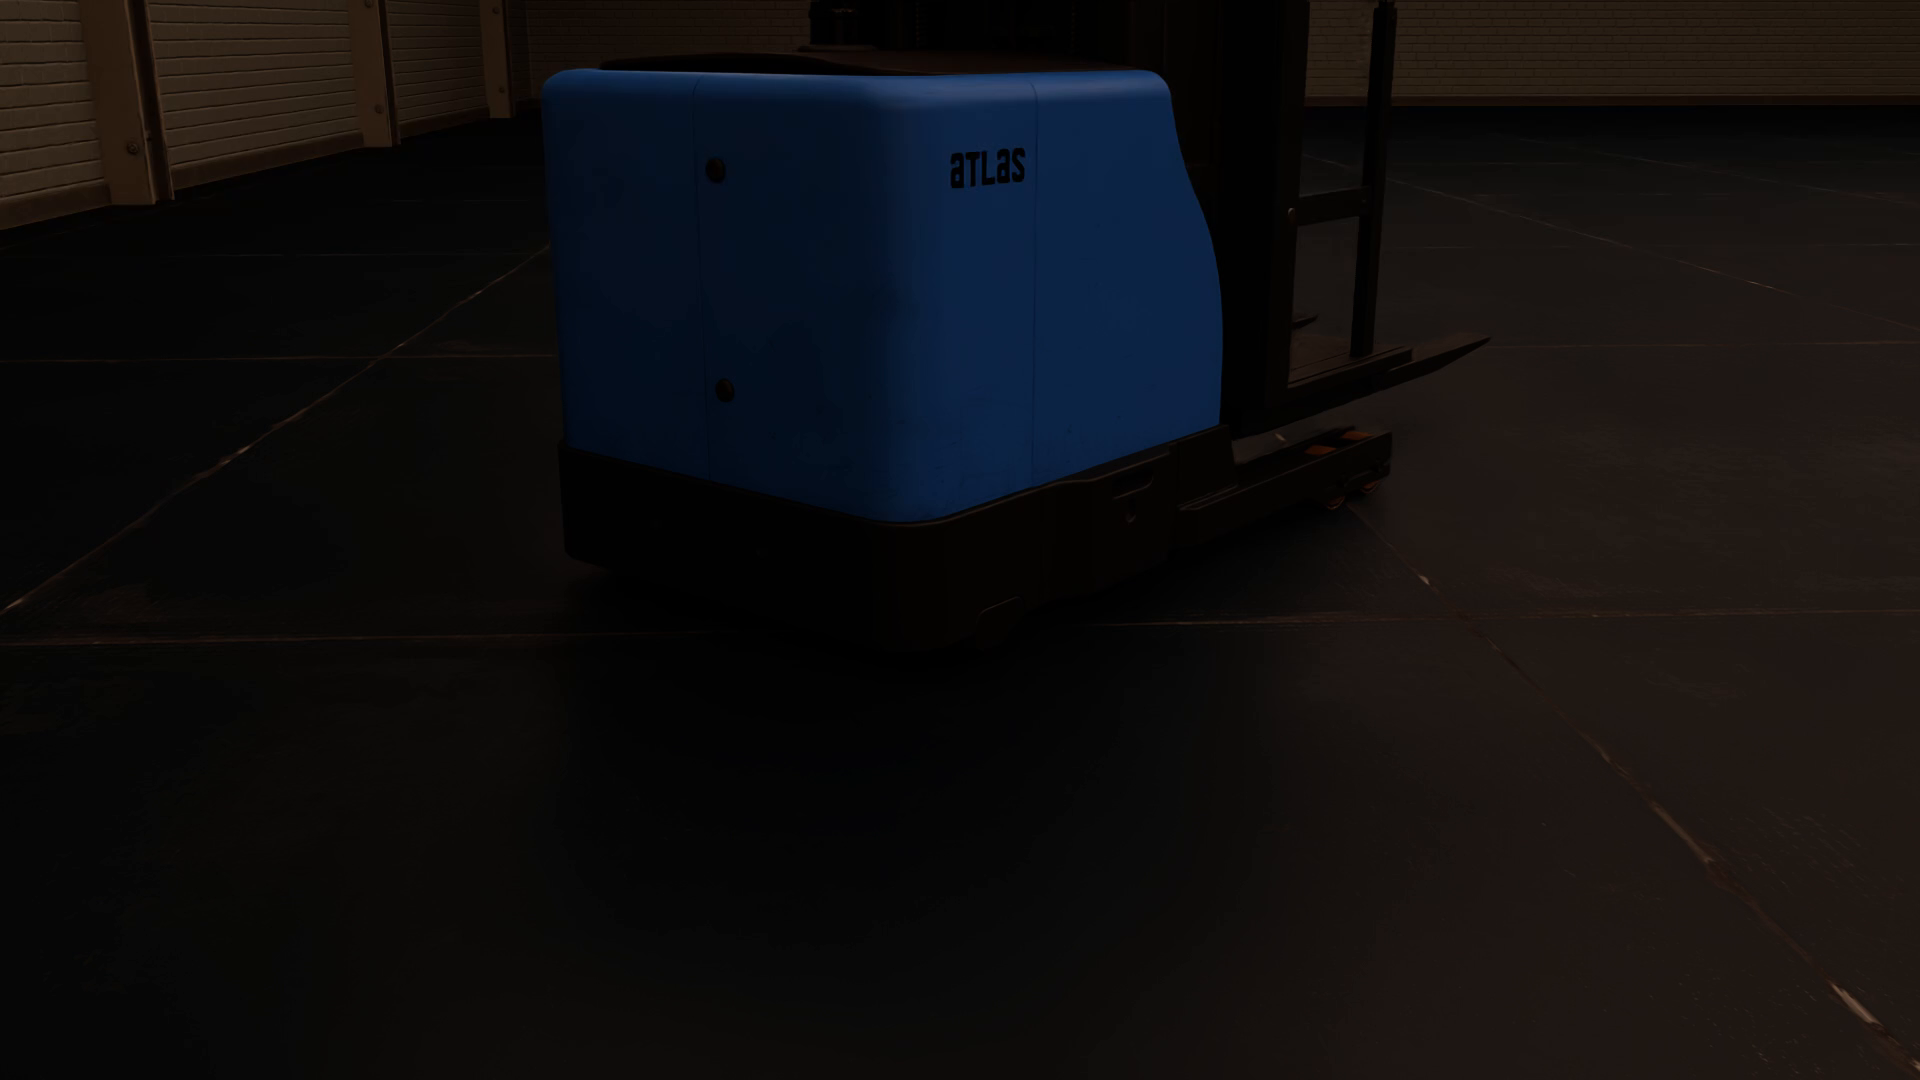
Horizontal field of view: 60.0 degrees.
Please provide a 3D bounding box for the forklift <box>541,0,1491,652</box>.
[{"bbox_3d":[0.468,-1.556,3.995,1.130,2.935,3.031,13,22,37],"label":"forklift"}]
